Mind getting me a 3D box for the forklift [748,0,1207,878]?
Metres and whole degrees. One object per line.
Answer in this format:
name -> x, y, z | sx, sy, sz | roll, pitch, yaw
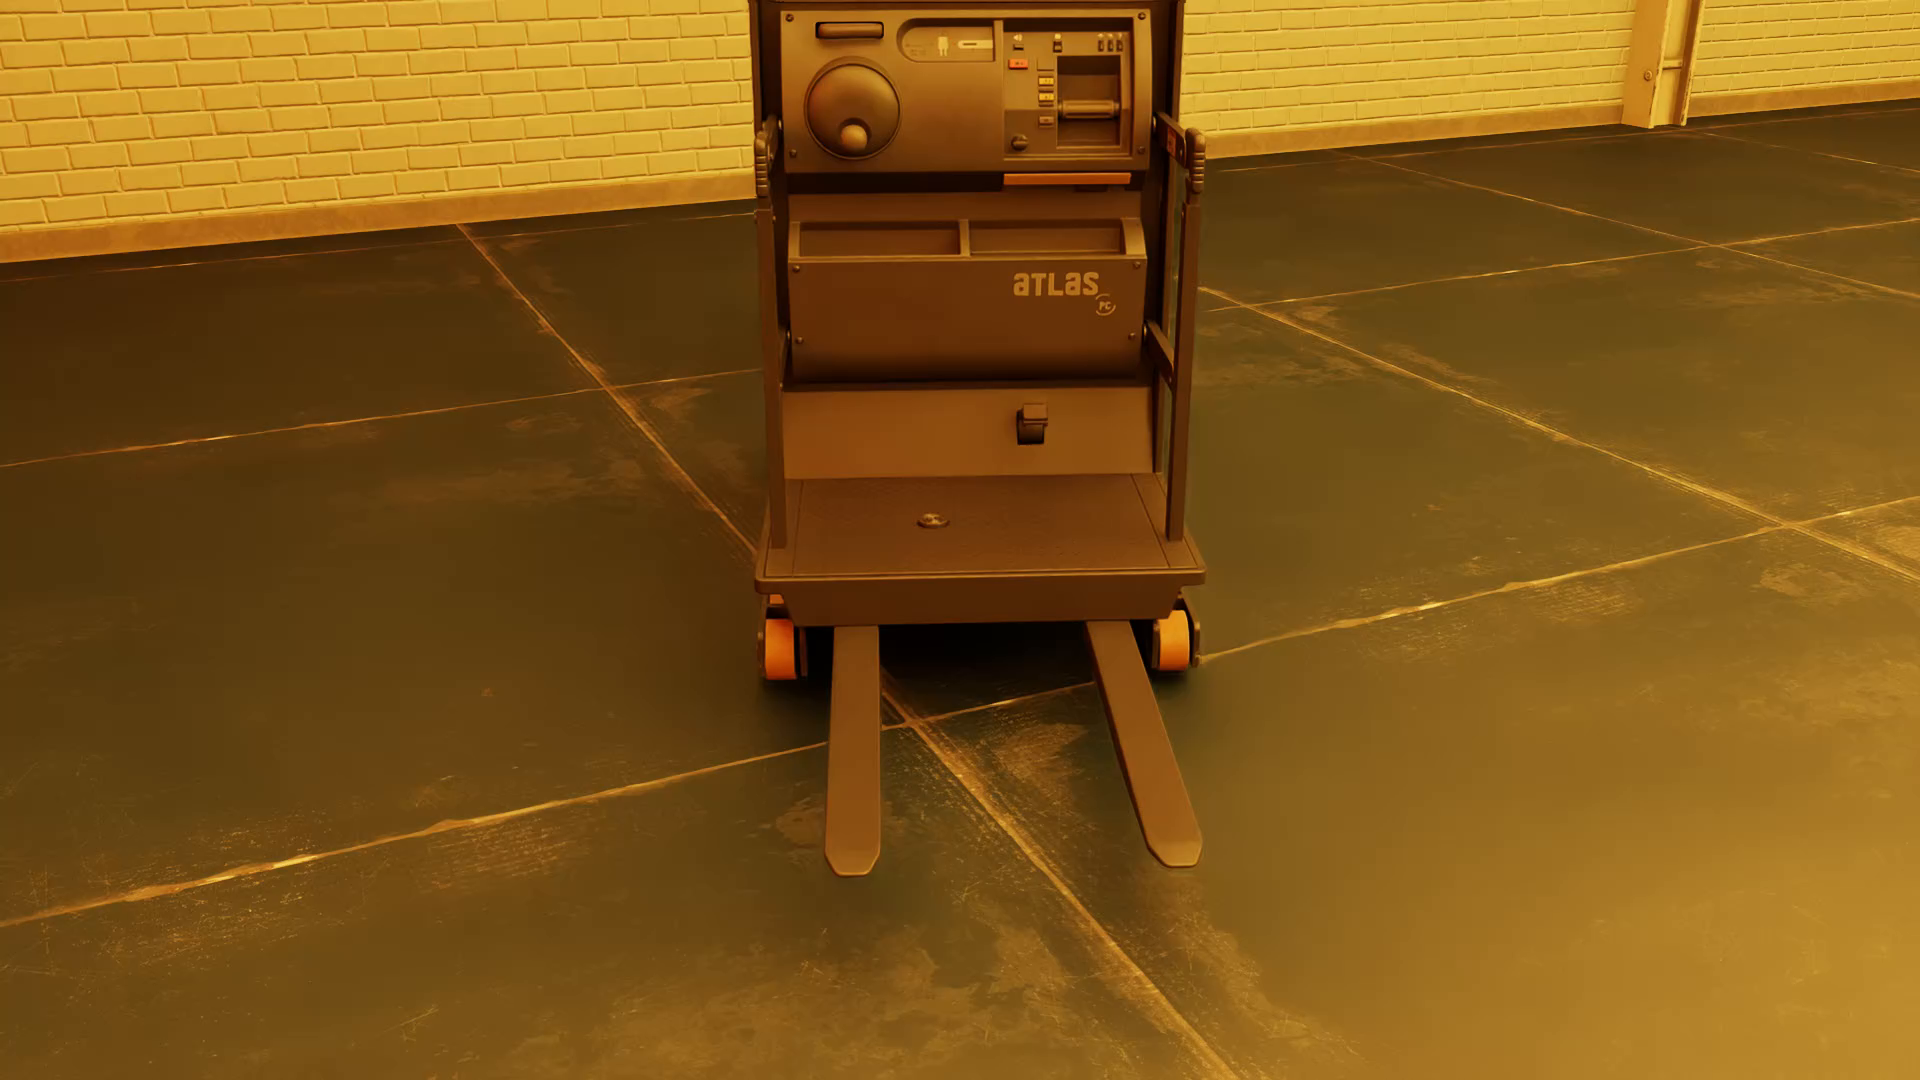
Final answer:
forklift -> 0.030, -1.120, 3.982 | 1.130, 2.935, 3.031 | -1, 23, -3
